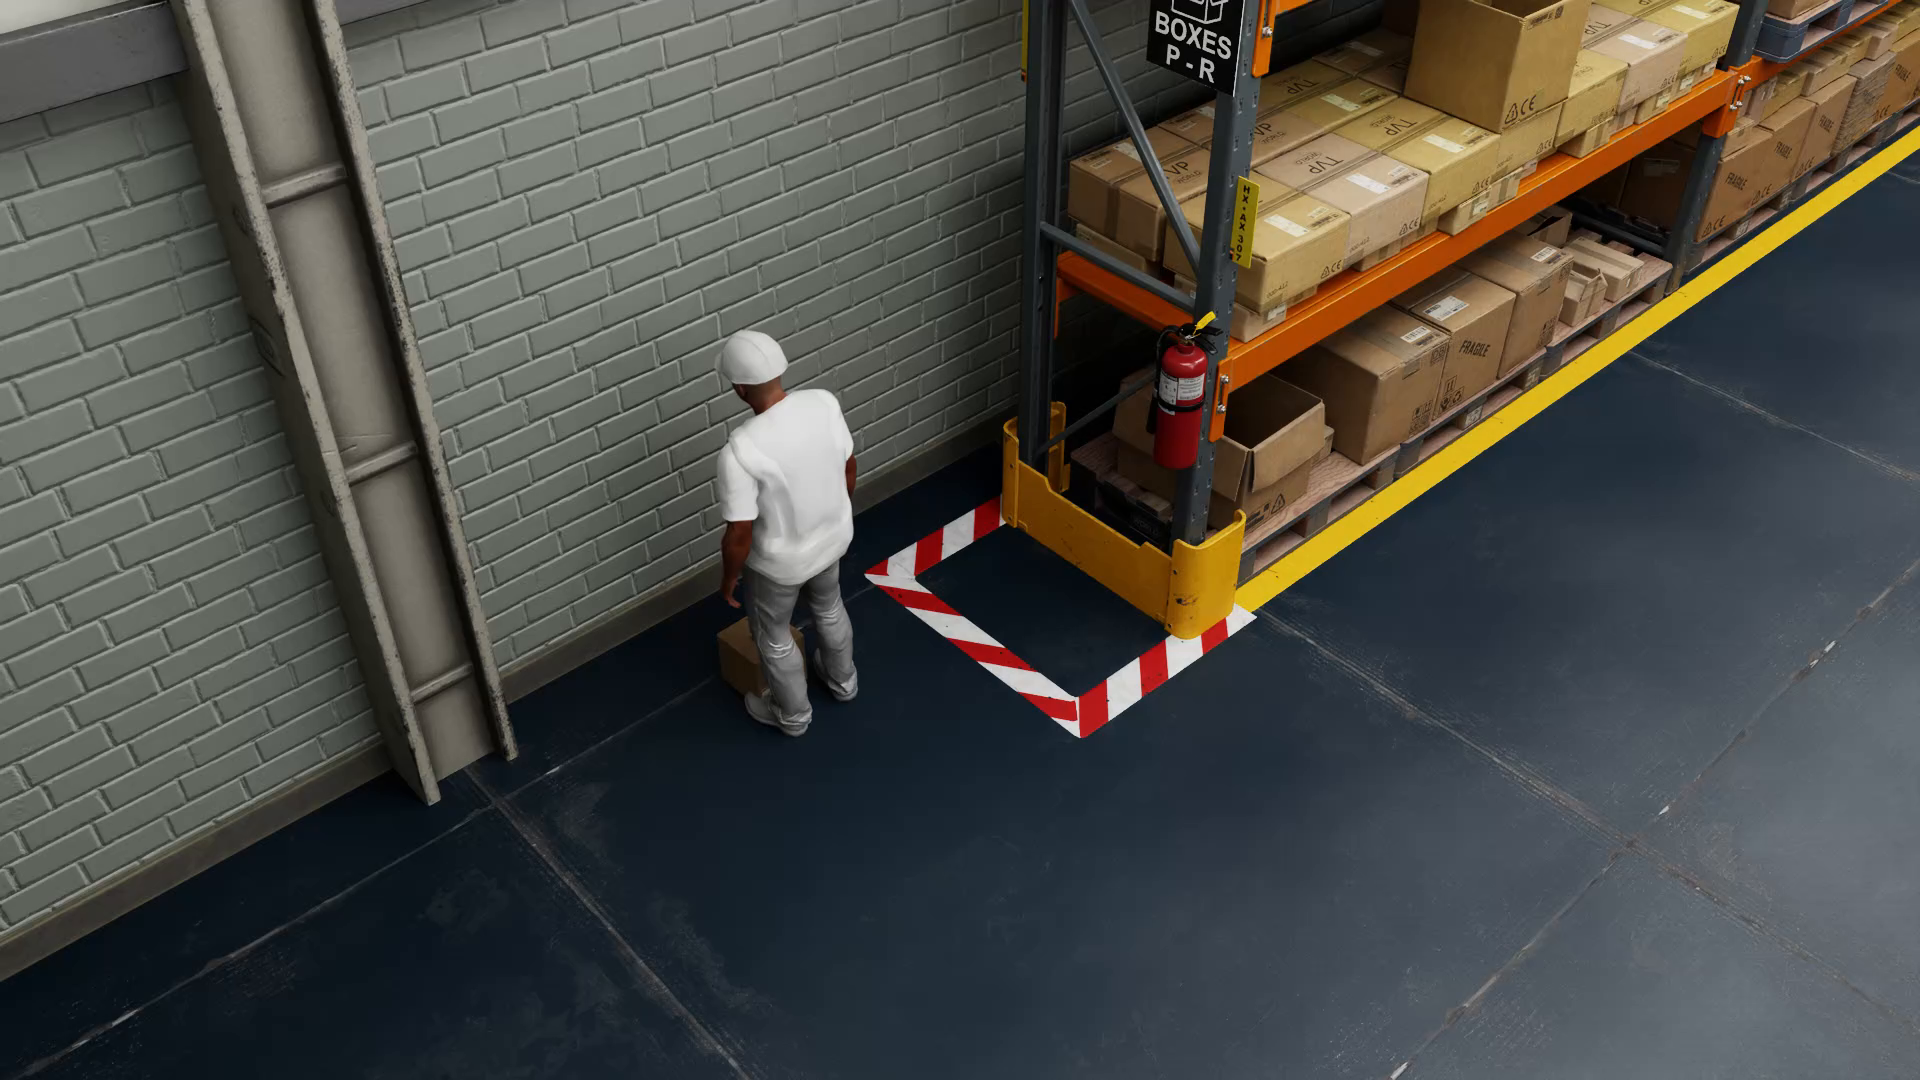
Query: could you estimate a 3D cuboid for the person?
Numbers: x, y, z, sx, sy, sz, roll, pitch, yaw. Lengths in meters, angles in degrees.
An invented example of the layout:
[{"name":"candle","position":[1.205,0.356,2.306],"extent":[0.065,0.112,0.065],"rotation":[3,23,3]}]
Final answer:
[{"name":"person","position":[-0.641,-0.004,6.147],"extent":[0.460,1.759,0.629],"rotation":[32,49,32]}]
